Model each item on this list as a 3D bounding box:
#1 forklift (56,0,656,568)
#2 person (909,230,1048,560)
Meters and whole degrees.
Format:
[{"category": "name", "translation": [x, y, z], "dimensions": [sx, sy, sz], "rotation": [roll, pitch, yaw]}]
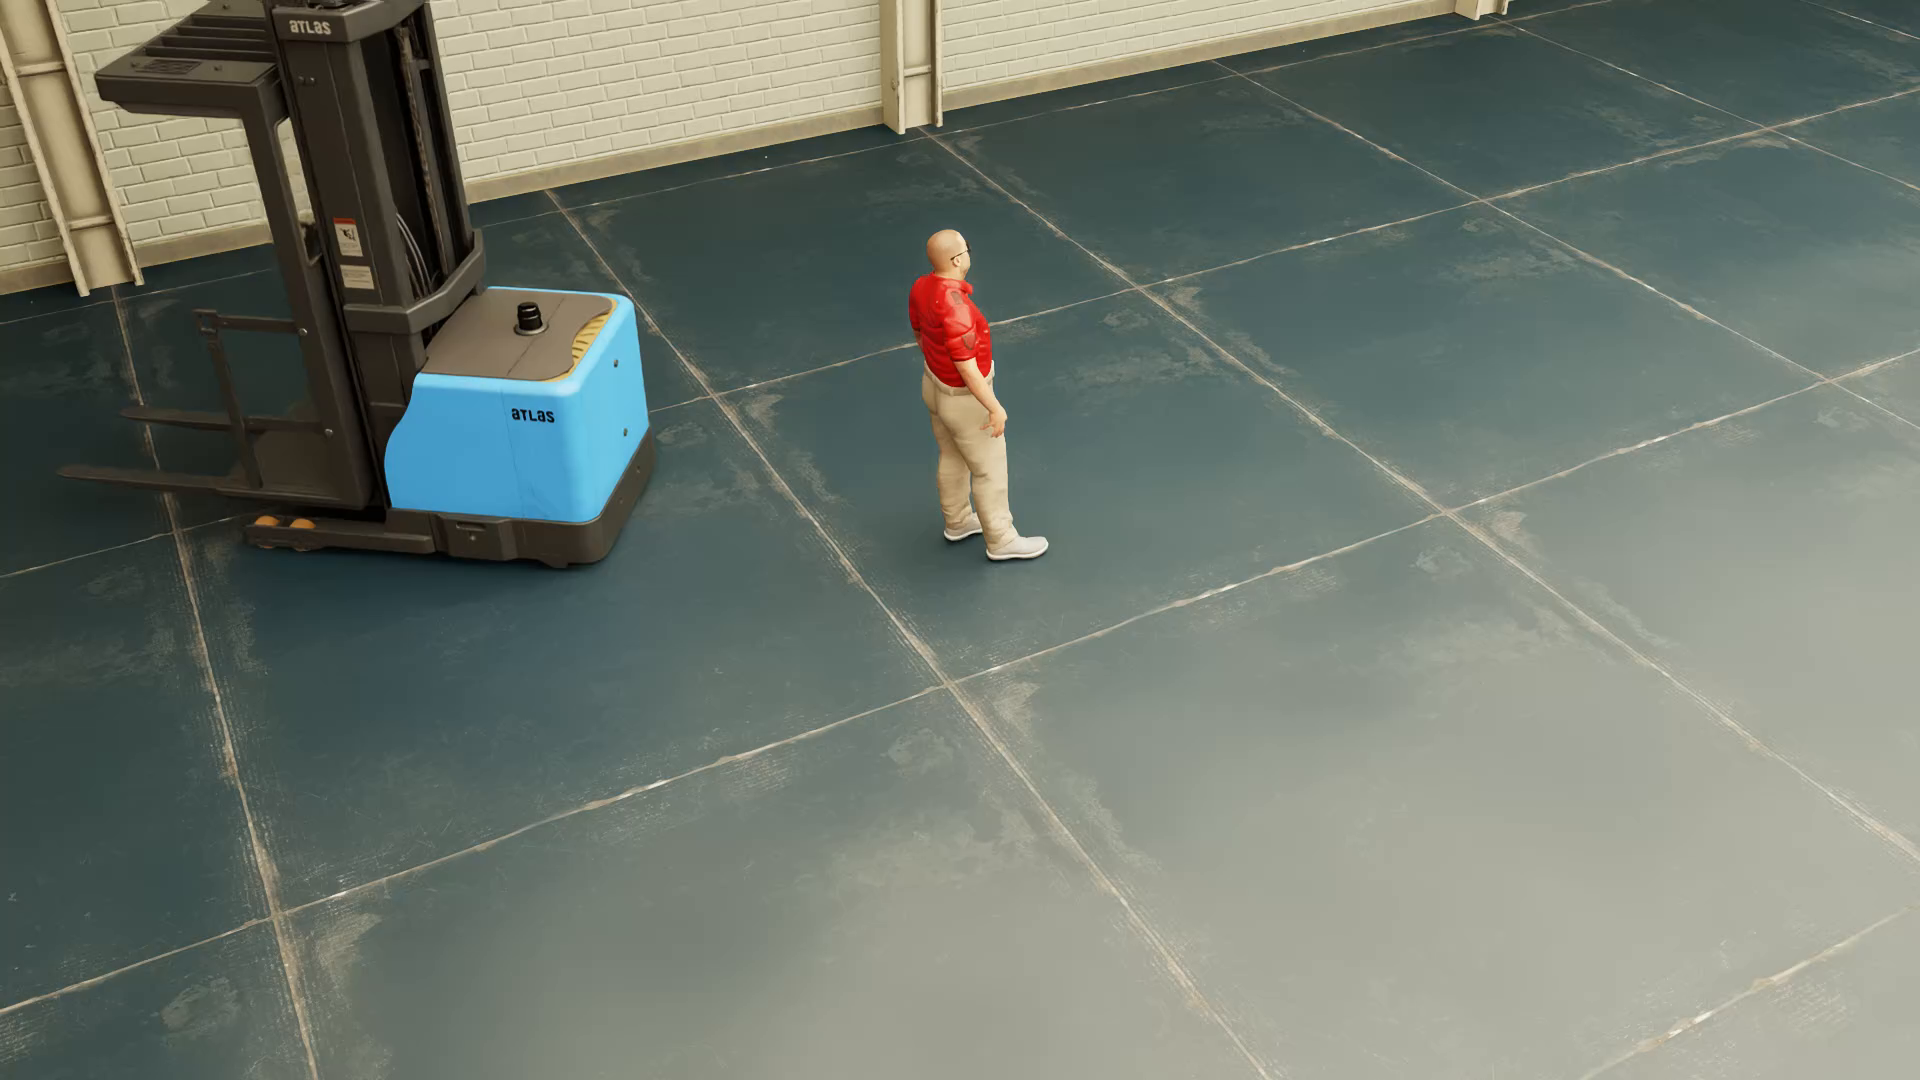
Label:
[{"category": "forklift", "translation": [-3.229, -1.434, 8.151], "dimensions": [3.031, 2.935, 1.130], "rotation": [5, 36, 7]}, {"category": "person", "translation": [0.085, -0.729, 8.185], "dimensions": [0.551, 1.725, 0.640], "rotation": [-17, 39, -23]}]
